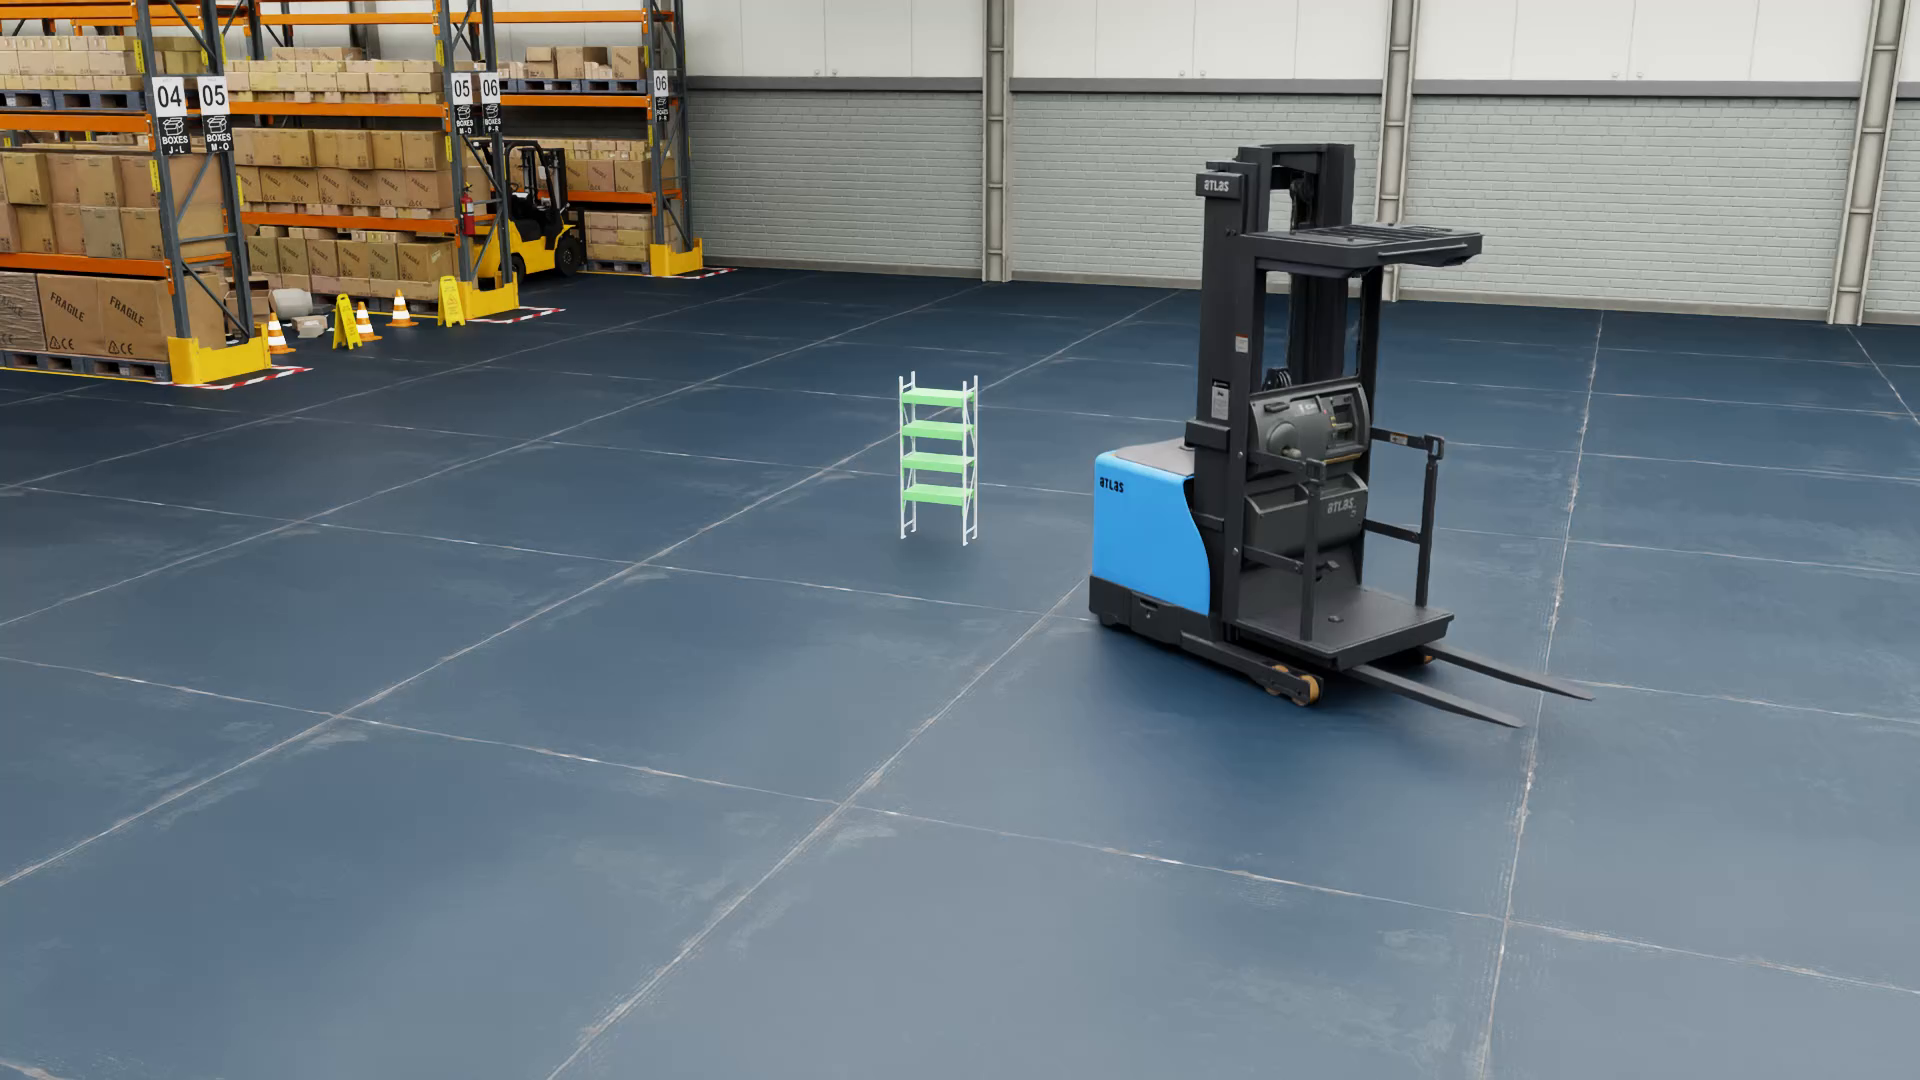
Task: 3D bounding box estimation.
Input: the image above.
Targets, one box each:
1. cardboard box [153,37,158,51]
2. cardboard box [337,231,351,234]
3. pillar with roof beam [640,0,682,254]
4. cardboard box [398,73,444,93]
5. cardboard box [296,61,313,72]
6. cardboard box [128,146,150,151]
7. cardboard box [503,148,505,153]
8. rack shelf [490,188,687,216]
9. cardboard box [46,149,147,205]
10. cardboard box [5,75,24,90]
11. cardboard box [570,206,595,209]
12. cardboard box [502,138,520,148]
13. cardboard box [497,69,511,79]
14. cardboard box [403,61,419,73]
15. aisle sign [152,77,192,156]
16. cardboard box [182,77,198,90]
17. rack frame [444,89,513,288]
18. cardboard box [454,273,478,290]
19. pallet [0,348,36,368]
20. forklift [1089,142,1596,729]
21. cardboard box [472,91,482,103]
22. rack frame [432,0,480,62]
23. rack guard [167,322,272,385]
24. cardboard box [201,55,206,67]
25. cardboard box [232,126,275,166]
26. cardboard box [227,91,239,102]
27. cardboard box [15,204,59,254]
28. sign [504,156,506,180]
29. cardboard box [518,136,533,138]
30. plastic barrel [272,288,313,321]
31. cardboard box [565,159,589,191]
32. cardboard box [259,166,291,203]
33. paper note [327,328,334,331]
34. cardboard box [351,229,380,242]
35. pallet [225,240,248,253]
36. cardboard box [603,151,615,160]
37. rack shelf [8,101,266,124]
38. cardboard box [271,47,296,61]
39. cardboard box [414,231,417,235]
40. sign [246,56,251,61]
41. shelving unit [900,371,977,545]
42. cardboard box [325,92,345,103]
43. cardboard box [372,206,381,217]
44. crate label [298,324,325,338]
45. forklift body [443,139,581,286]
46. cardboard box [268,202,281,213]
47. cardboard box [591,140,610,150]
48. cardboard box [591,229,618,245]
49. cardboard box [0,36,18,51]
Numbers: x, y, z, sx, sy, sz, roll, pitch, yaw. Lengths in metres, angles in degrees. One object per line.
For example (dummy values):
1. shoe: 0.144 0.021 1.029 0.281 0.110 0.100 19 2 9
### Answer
1. cardboard box: -8.645 -5.376 18.018 0.250 0.149 0.380 6 17 21
2. cardboard box: -9.095 -4.183 24.035 0.500 0.500 0.500 7 17 22
3. pillar with roof beam: -6.575 -7.932 23.355 0.400 9.000 9.100 6 17 21
4. cardboard box: -7.072 -6.068 22.052 0.500 0.250 0.500 6 17 20
5. cardboard box: -8.813 -6.451 22.654 0.250 0.149 0.380 6 17 20
6. cardboard box: -11.671 -5.469 24.165 0.500 0.500 0.500 7 18 23
7. cardboard box: -7.504 -6.440 27.635 0.250 0.149 0.380 7 17 22
8. rack shelf: -6.539 -5.722 27.792 4.000 0.370 1.077 6 17 21
9. cardboard box: -9.566 -4.044 18.518 0.550 0.550 0.875 6 17 21
10. cardboard box: -10.071 -4.952 17.990 0.250 0.149 0.380 7 17 21
11. cardboard box: -6.458 -5.480 28.056 0.500 0.250 0.500 6 17 20
12. cardboard box: -7.493 -6.584 27.597 0.250 0.149 0.380 7 17 22
13. cardboard box: -7.379 -7.638 27.241 0.250 0.149 0.380 7 18 22
14. cardboard box: -7.145 -6.272 22.038 0.250 0.149 0.380 7 17 22
15. aisle sign: -8.263 -4.444 17.438 0.004 0.787 0.394 6 17 21
16. cardboard box: -8.420 -4.968 18.045 0.250 0.149 0.380 6 17 21
17. rack frame: -6.497 -4.575 22.551 0.127 3.000 1.000 6 17 21
18. cardboard box: -7.146 -3.610 23.407 0.500 0.250 0.500 6 17 20
19. pallet: -11.261 -2.252 19.554 1.213 0.211 1.003 6 17 21
20. forklift: 2.102 -0.661 9.192 1.130 2.935 3.031 -12 20 -36
21. cardboard box: -6.686 -6.013 22.575 0.250 0.149 0.380 6 17 21
22. rack frame: -8.400 -9.153 27.560 0.127 3.000 1.000 6 17 21
23. rack guard: -8.197 -2.078 18.434 0.348 0.500 1.175 6 17 21
24. cardboard box: -10.804 -6.820 23.526 0.500 0.250 0.500 7 17 22
25. cardboard box: -9.888 -5.554 23.417 0.500 0.500 0.700 6 17 20
26. cardboard box: -10.016 -6.207 23.245 0.250 0.149 0.380 6 17 20
27. cardboard box: -10.083 -3.563 18.796 0.500 0.550 0.875 6 17 21
28. sign: -6.298 -5.131 22.915 0.005 0.325 0.100 6 17 21
29. cardboard box: -7.267 -6.750 28.169 0.250 0.149 0.380 6 17 20
30. plastic barrel: -8.974 -3.156 22.286 0.512 0.421 0.421 -9 18 -27
31. cardboard box: -6.189 -6.000 27.283 0.500 0.500 0.500 6 17 20
32. cardboard box: -9.435 -5.012 23.345 0.500 0.500 0.500 6 17 20
33. paper note: -8.106 -2.729 21.520 0.142 0.019 0.148 0 16 1
34. cardboard box: -8.181 -4.216 22.986 0.250 0.149 0.380 7 18 23
35. pallet: -12.802 -5.428 30.492 1.213 0.211 1.003 6 17 21
36. cardboard box: -5.572 -6.246 26.964 0.250 0.149 0.380 7 17 22
37. rack shelf: -12.078 -6.283 24.348 4.000 0.370 1.077 6 17 21
38. cardboard box: -11.536 -8.282 28.828 0.500 0.500 0.500 6 17 21
39. cardboard box: -9.608 -5.465 29.123 0.625 0.625 0.875 6 17 20
40. sign: -12.322 -8.229 28.832 0.005 0.325 0.100 6 17 21
41. shelving unit: -0.154 -0.593 12.065 0.503 1.200 0.258 6 17 21
42. cardboard box: -8.376 -6.004 22.545 0.250 0.149 0.380 6 17 20
43. cardboard box: -7.867 -4.547 22.906 0.250 0.149 0.380 7 17 21
44. crate label: -8.215 -2.651 21.060 0.298 0.136 0.250 -2 16 -8
45. forklift body: -7.112 -5.176 26.144 1.214 2.155 2.313 6 17 21
46. cardboard box: -9.530 -4.716 23.489 0.250 0.149 0.380 6 17 20
47. cardboard box: -5.788 -6.428 27.060 0.250 0.149 0.380 6 17 21
48. cardboard box: -5.709 -5.006 27.321 0.500 0.250 0.500 6 17 20
49. cardboard box: -10.076 -5.336 17.880 0.250 0.149 0.380 6 17 21
